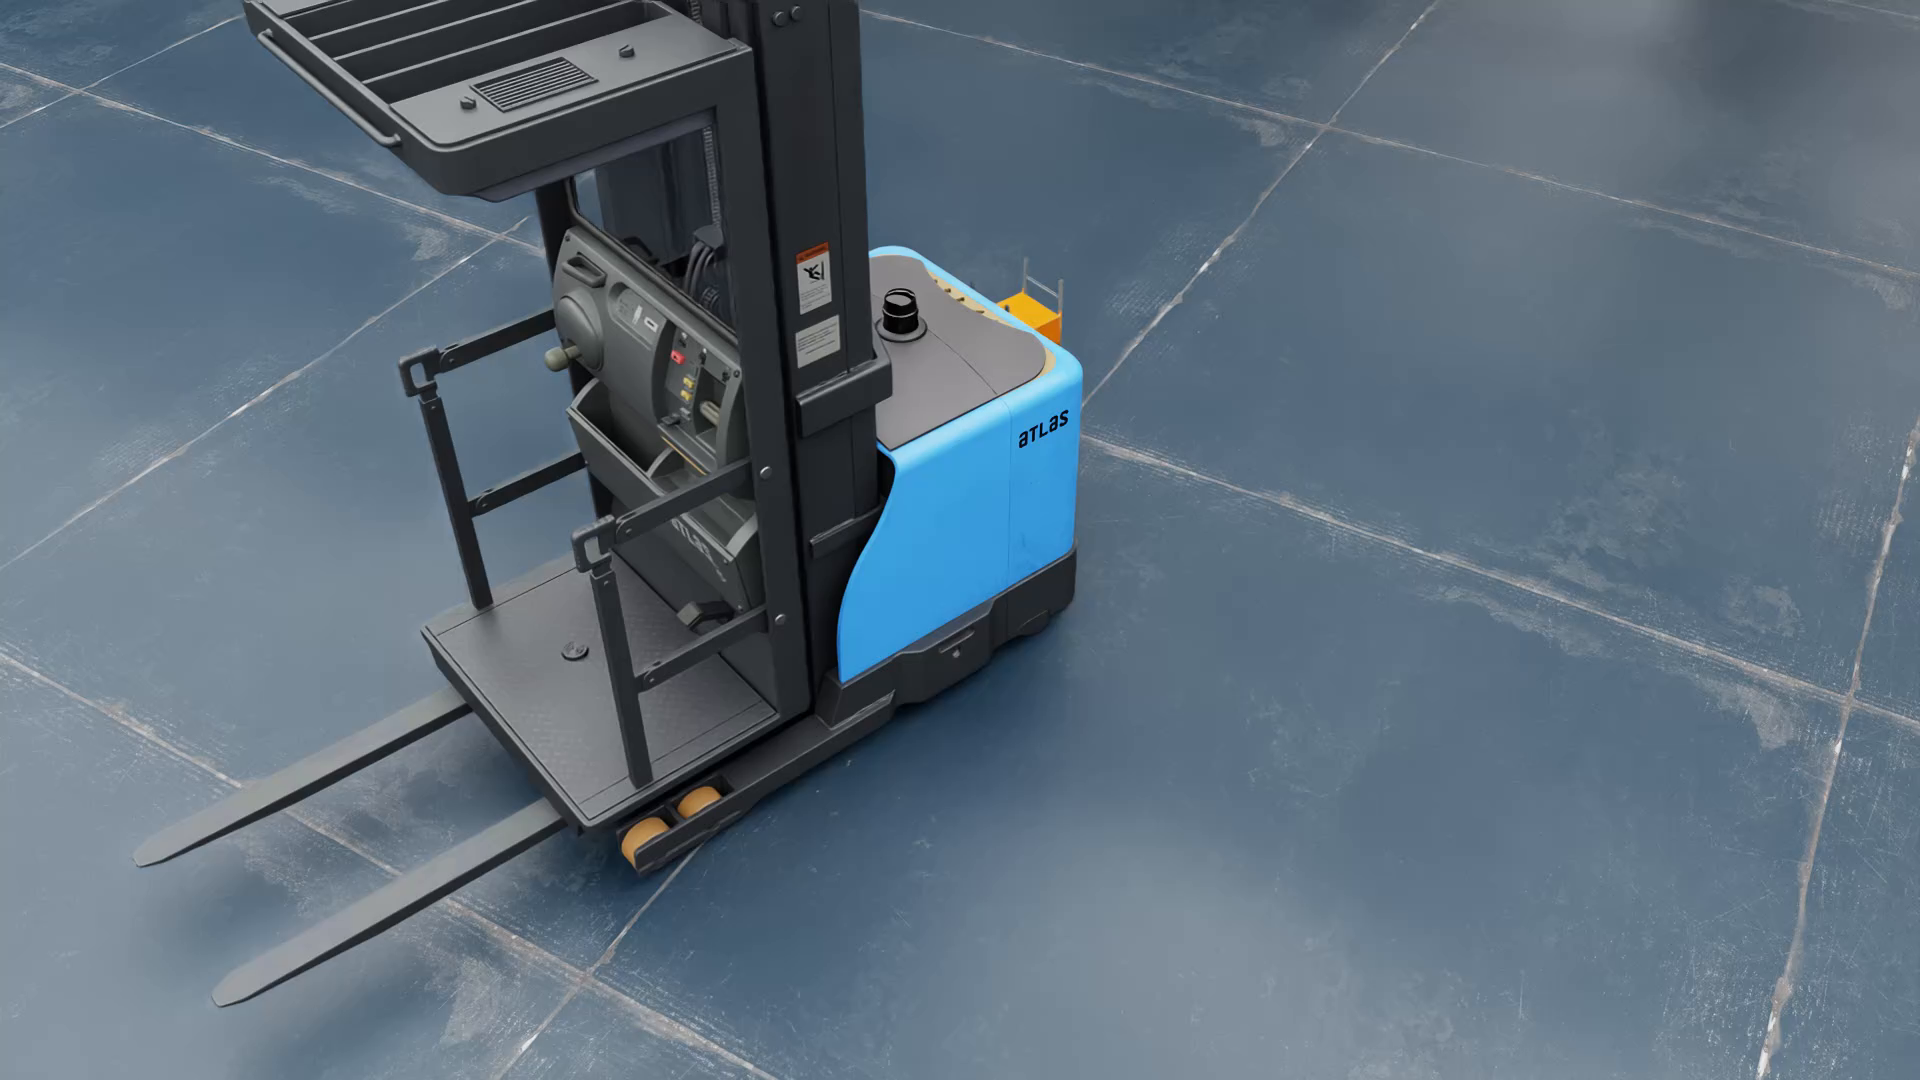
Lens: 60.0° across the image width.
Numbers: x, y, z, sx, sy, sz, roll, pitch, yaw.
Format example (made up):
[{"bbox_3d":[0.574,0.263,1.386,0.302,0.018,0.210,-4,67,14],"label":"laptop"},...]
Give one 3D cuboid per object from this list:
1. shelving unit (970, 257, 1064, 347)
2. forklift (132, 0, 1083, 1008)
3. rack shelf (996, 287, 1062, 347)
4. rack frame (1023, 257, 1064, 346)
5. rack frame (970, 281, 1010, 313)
[{"bbox_3d":[0.194,-0.487,6.009,0.252,1.050,0.215,-29,49,-29],"label":"shelving unit"},{"bbox_3d":[-1.048,-0.481,4.578,3.031,2.935,1.130,-29,49,-29],"label":"forklift"},{"bbox_3d":[0.194,-0.692,5.829,0.240,0.259,0.215,-29,49,-29],"label":"rack shelf"},{"bbox_3d":[0.288,-0.539,6.068,0.008,1.050,0.200,-29,49,-29],"label":"rack frame"},{"bbox_3d":[0.100,-0.436,5.951,0.008,1.050,0.200,-29,49,-29],"label":"rack frame"}]
